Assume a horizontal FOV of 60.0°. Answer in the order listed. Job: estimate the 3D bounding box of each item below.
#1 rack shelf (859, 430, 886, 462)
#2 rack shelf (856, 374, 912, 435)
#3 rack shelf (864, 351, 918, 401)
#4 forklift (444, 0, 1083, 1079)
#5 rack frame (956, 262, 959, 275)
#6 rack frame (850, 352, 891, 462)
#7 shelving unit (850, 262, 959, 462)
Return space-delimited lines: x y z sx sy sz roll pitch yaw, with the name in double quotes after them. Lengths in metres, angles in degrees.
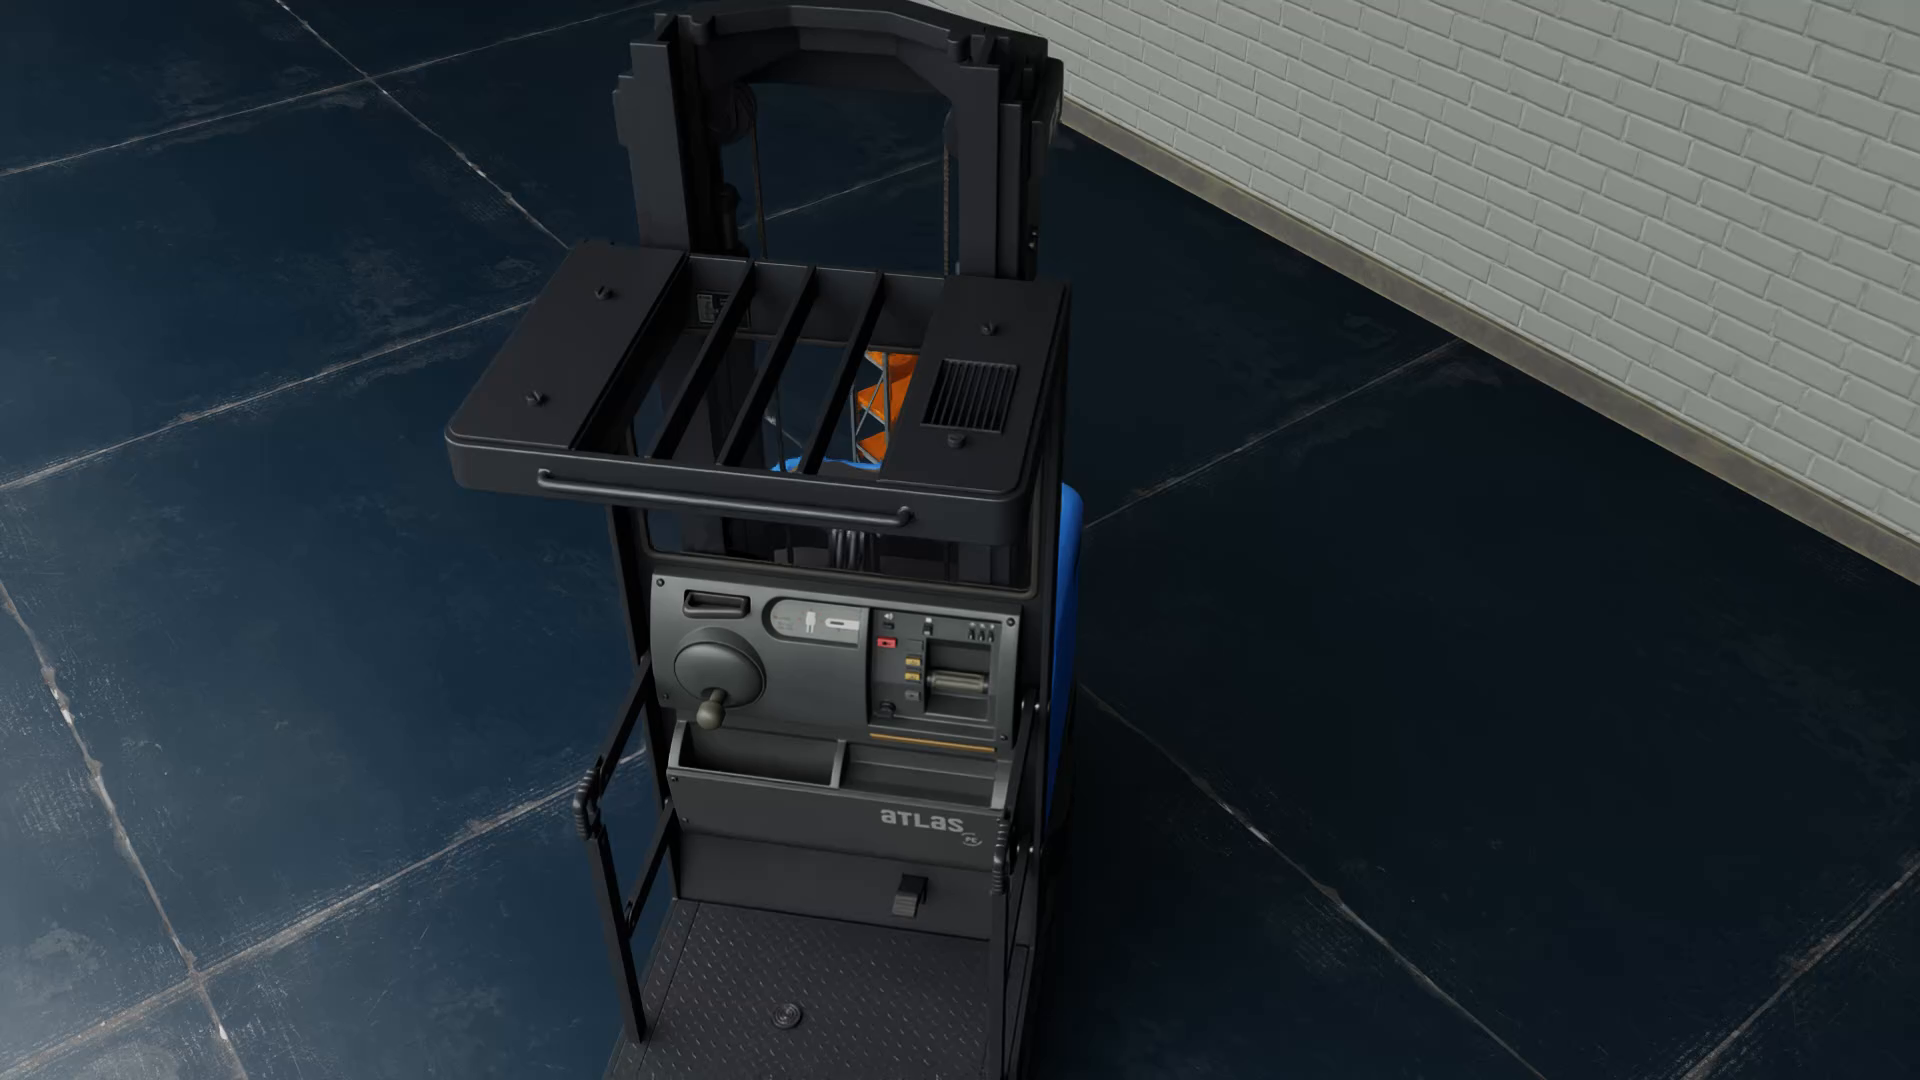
-0.131 -0.348 6.334 0.480 0.148 0.258 -26 46 -28 "rack shelf"
-0.131 -0.521 6.192 0.480 0.148 0.258 -26 46 -28 "rack shelf"
-0.131 -0.704 6.042 0.480 0.148 0.258 -26 46 -28 "rack shelf"
-0.350 0.382 3.974 1.130 2.935 3.031 6 40 7 "forklift"
0.062 -0.494 6.406 0.015 1.200 0.240 -26 46 -28 "rack frame"
-0.325 -0.306 6.177 0.015 1.200 0.240 -26 46 -28 "rack frame"
-0.131 -0.400 6.291 0.503 1.200 0.258 -26 46 -28 "shelving unit"
